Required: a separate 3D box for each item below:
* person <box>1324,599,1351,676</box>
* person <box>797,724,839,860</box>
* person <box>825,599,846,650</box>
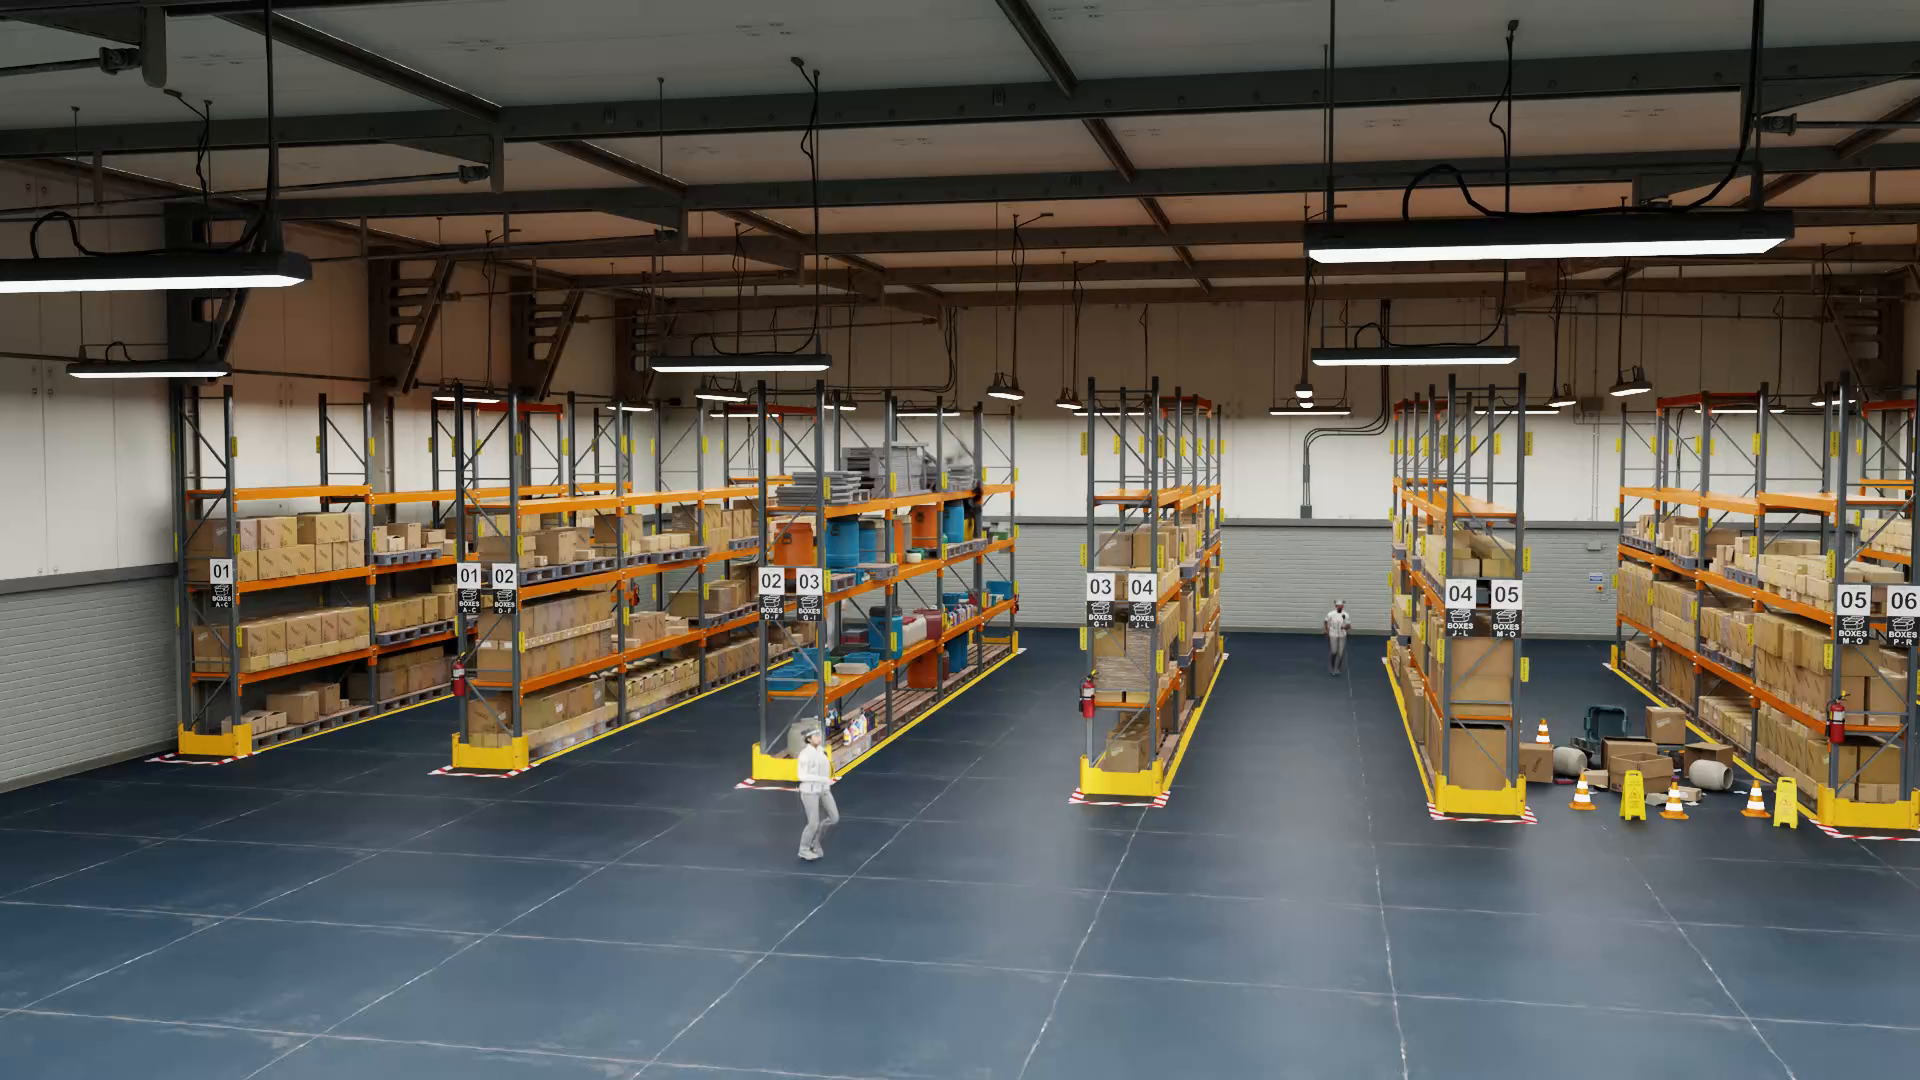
[{"bbox_3d":[8.258,2.126,36.333,0.545,1.690,0.669,0,3,5],"label":"person"},{"bbox_3d":[-1.694,3.038,20.056,0.598,1.651,0.591,2,4,36],"label":"person"},{"bbox_3d":[-2.831,1.795,37.050,0.571,1.686,0.900,0,3,3],"label":"person"}]
